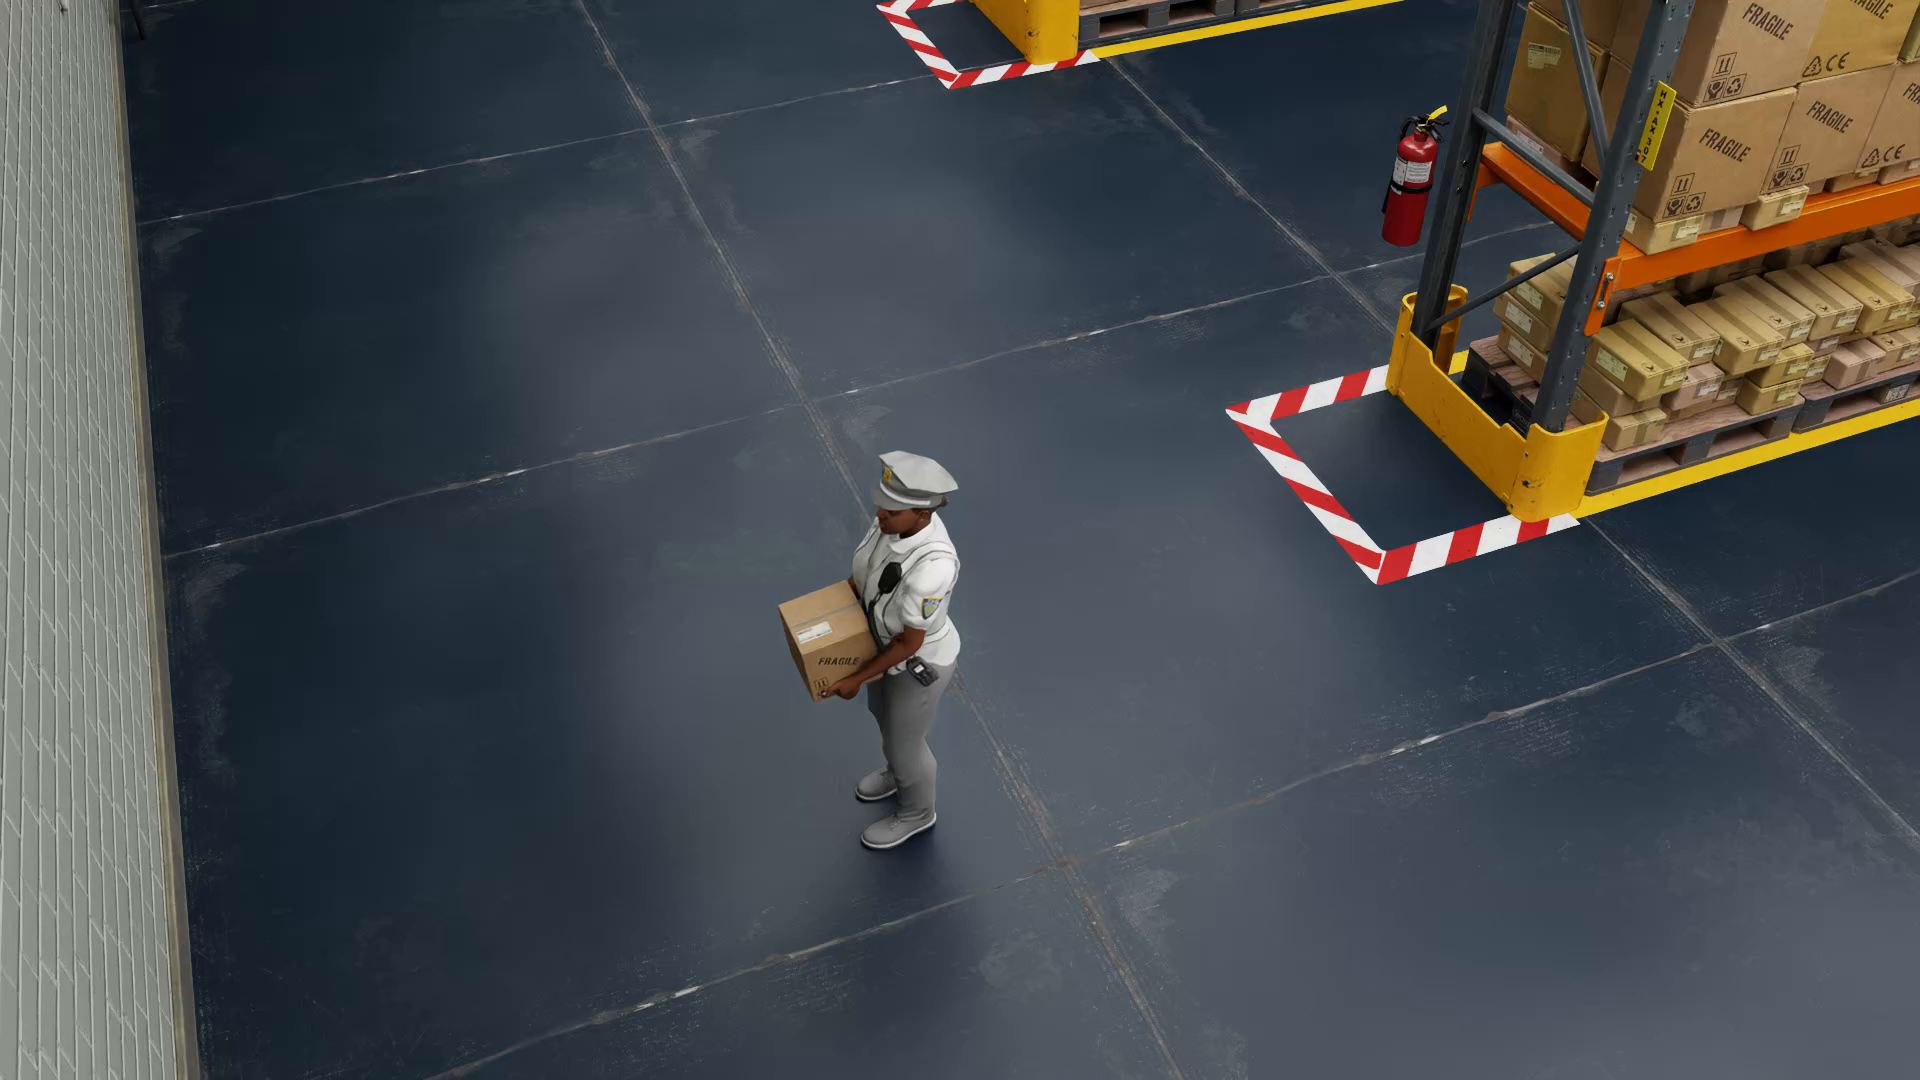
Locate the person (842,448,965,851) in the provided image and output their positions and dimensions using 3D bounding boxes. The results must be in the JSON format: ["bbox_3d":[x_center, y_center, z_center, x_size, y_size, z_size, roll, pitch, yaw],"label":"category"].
[{"bbox_3d":[-0.226,0.392,5.703,0.465,1.689,0.474,-16,44,-17],"label":"person"}]
